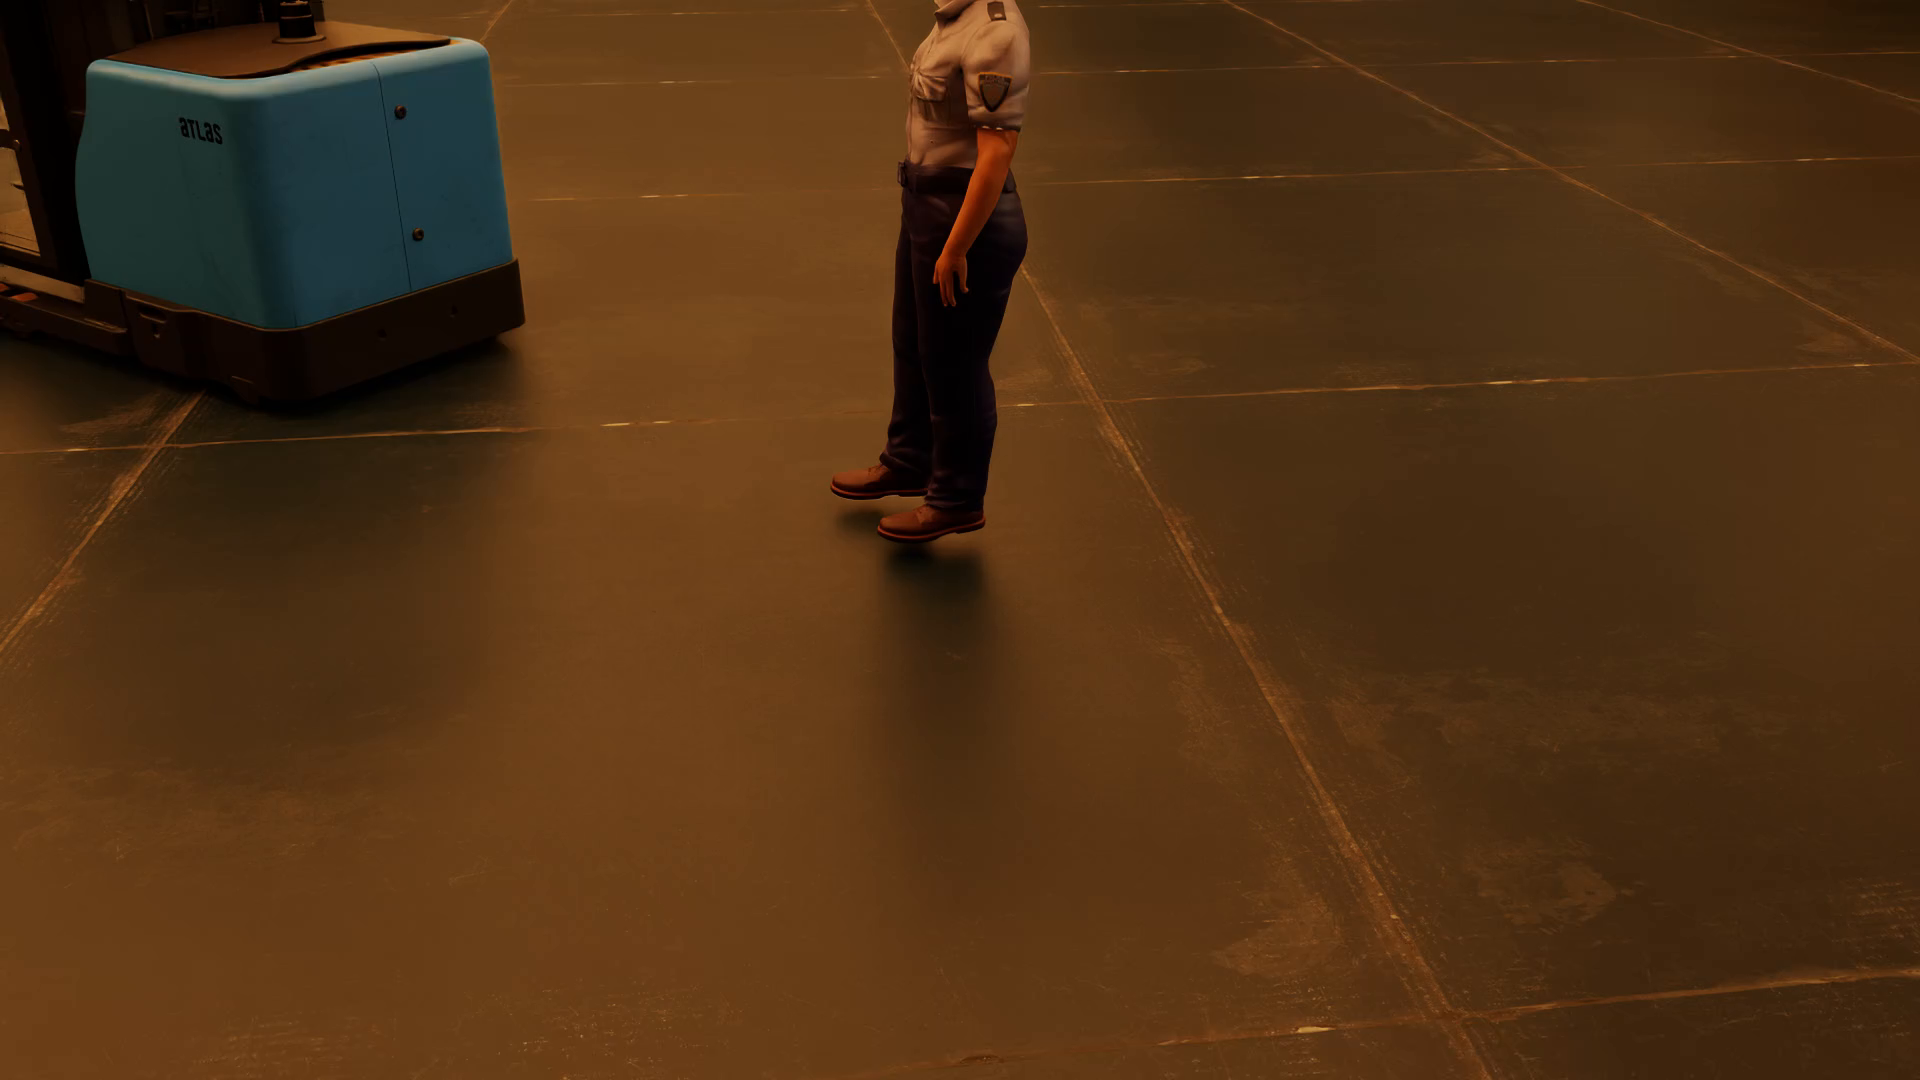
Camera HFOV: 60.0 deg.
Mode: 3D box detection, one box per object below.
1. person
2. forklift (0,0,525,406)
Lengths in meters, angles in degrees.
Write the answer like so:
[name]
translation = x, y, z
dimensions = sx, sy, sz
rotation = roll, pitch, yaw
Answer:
[person]
translation = -0.091, -0.790, 4.237
dimensions = 0.503, 1.651, 0.598
rotation = -3, 26, -7
[forklift]
translation = -3.102, -2.239, 5.875
dimensions = 3.031, 2.935, 1.130
rotation = 16, 30, 30
